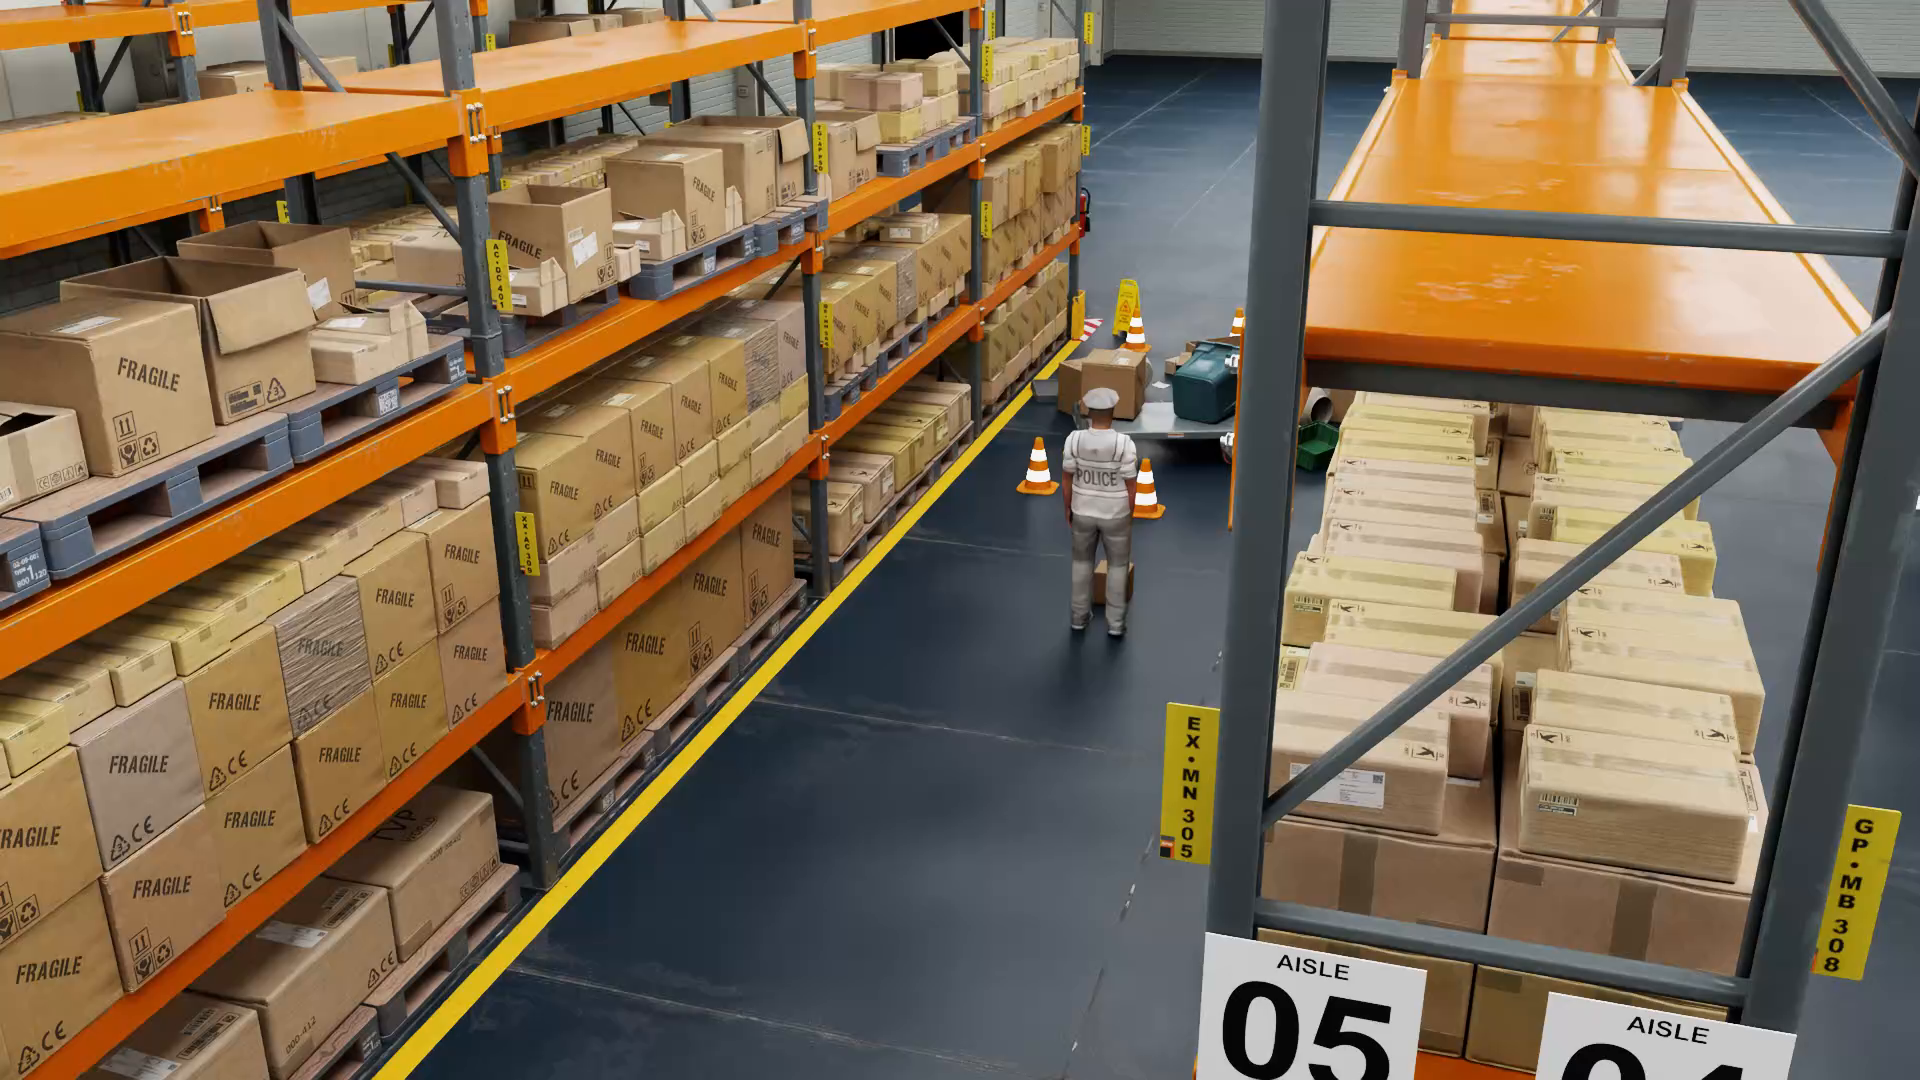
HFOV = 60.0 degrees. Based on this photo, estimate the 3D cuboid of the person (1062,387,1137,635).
[{"bbox_3d":[0.975,-0.187,11.614,0.527,1.798,0.392,7,23,17],"label":"person"}]
